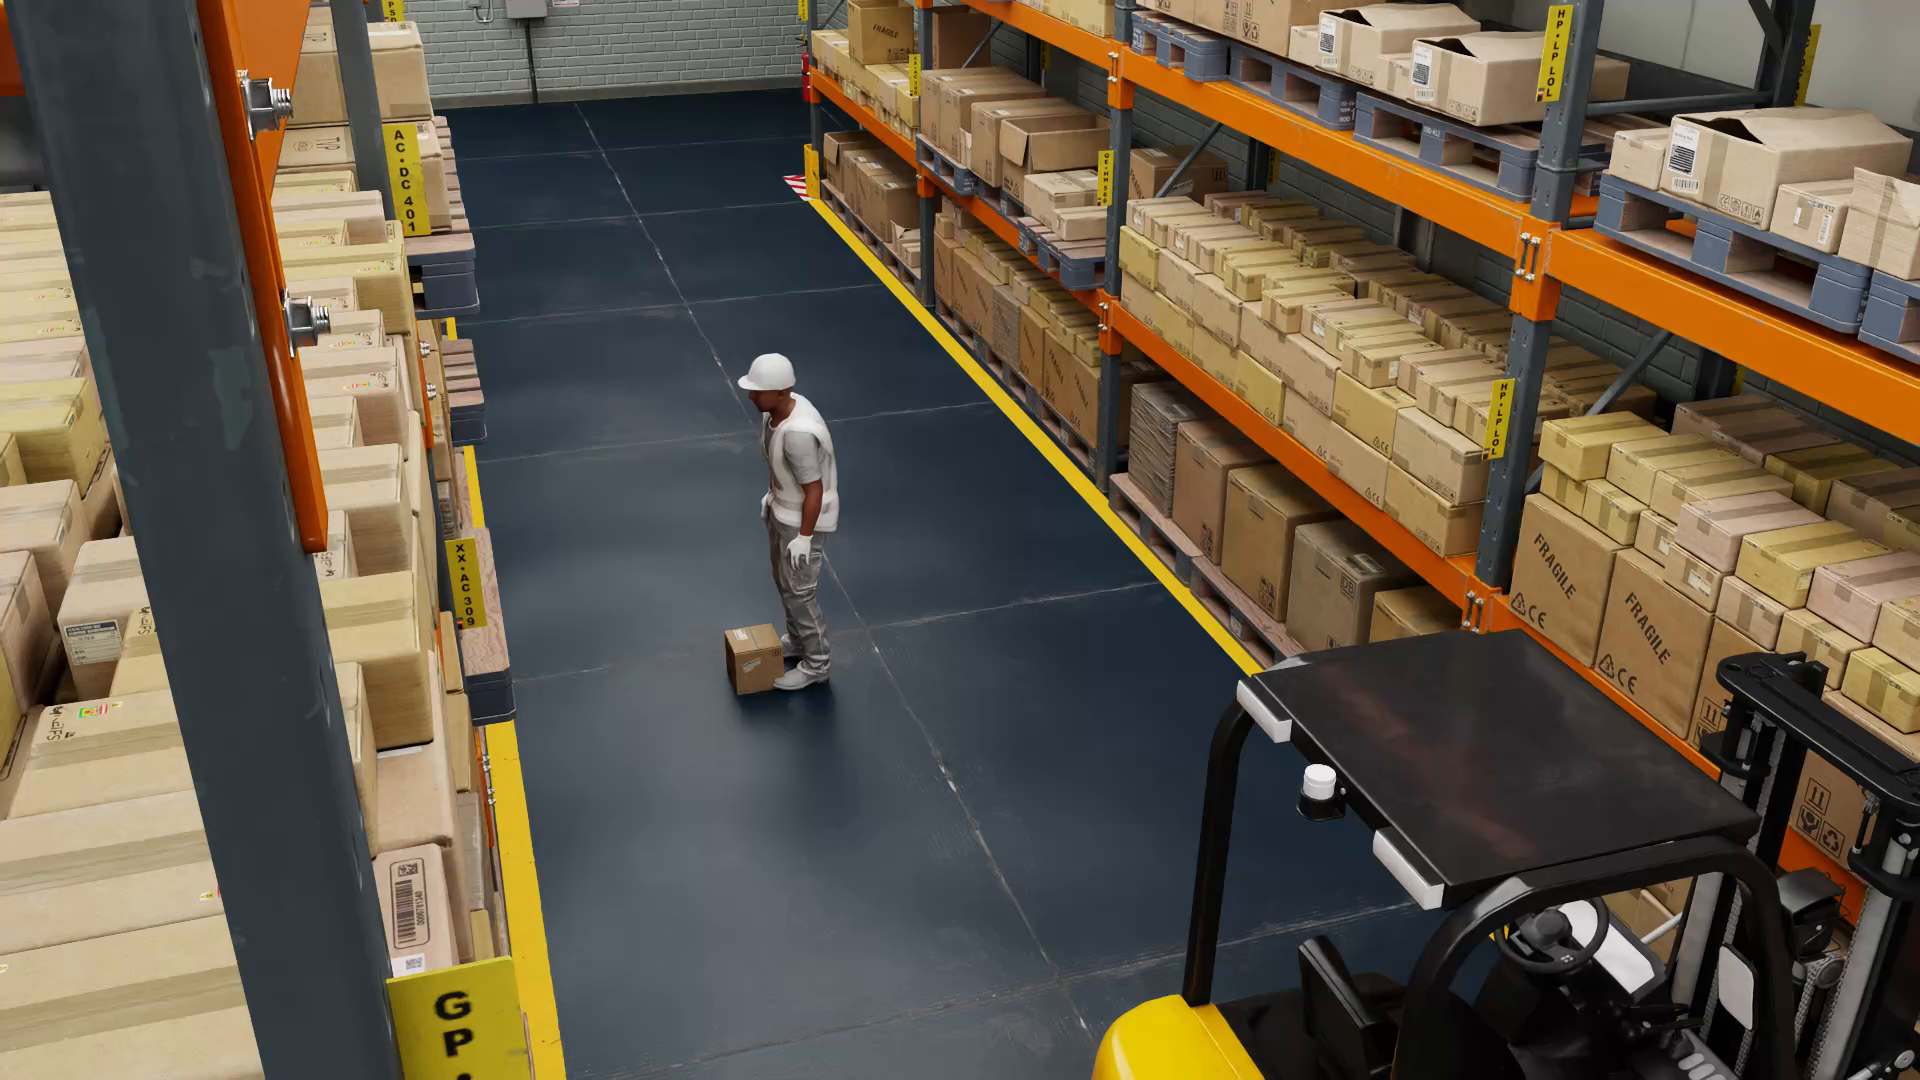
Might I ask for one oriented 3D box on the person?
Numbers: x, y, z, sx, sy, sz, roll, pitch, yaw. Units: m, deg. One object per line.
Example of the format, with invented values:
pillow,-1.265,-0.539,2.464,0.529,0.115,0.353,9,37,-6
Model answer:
person,-0.845,-0.103,8.312,0.452,1.774,0.629,-9,27,-17
